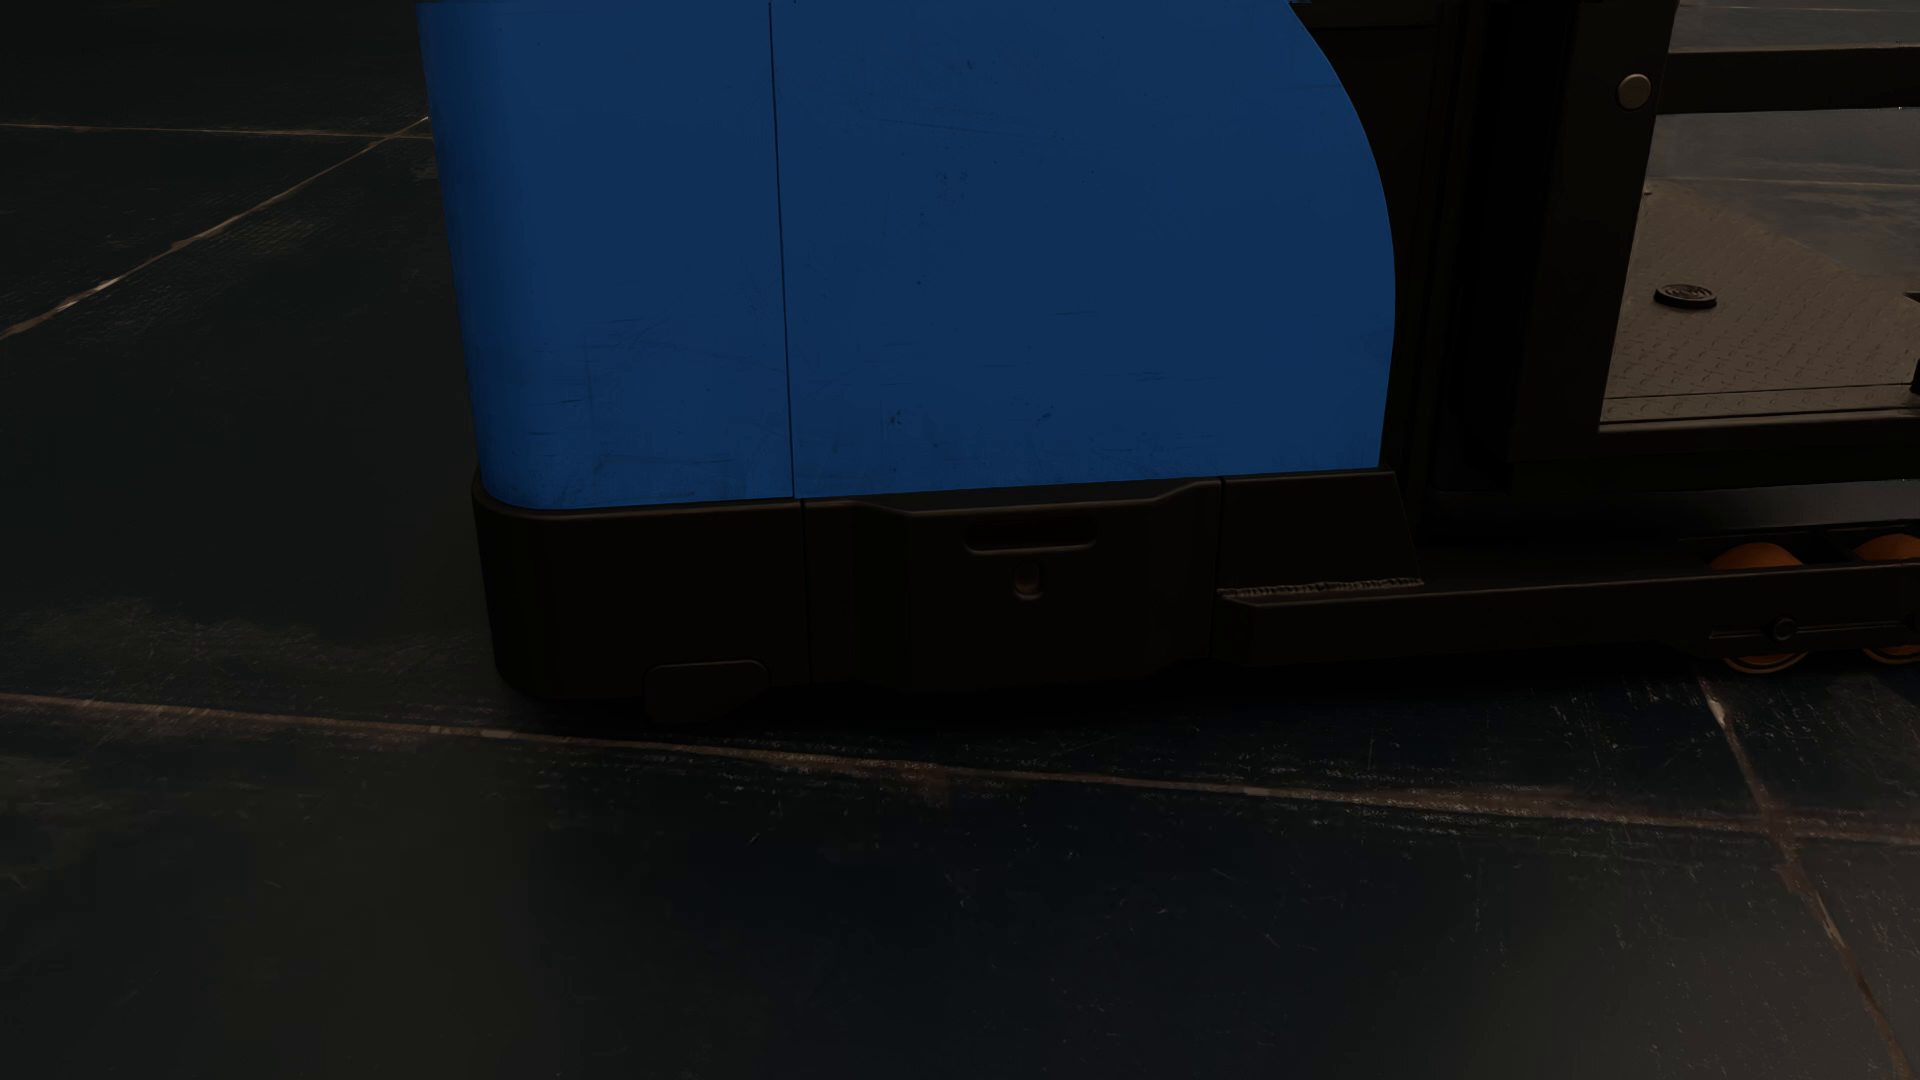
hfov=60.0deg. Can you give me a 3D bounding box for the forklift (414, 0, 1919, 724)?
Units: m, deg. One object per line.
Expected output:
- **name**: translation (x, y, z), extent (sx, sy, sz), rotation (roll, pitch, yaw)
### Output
- **forklift**: translation (0.881, -1.370, 1.963), extent (3.031, 2.935, 1.130), rotation (-3, 27, -7)
